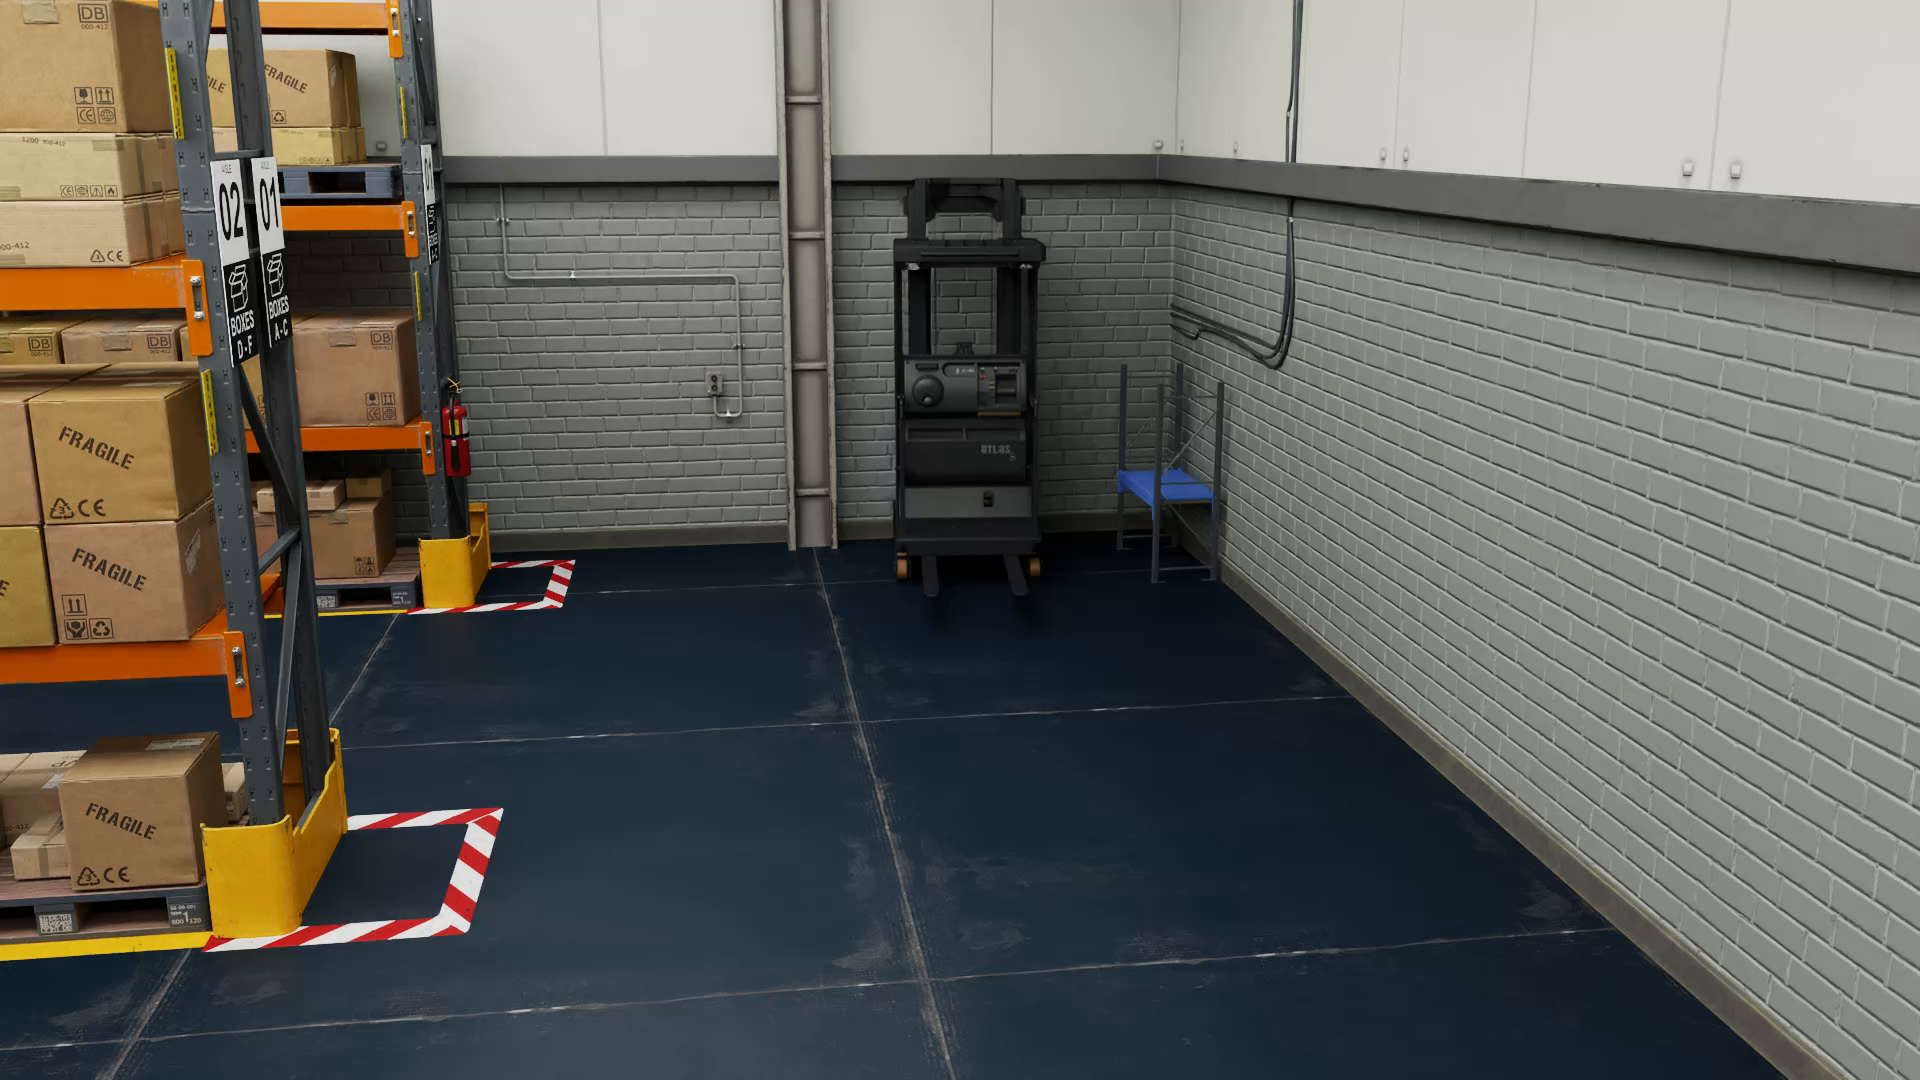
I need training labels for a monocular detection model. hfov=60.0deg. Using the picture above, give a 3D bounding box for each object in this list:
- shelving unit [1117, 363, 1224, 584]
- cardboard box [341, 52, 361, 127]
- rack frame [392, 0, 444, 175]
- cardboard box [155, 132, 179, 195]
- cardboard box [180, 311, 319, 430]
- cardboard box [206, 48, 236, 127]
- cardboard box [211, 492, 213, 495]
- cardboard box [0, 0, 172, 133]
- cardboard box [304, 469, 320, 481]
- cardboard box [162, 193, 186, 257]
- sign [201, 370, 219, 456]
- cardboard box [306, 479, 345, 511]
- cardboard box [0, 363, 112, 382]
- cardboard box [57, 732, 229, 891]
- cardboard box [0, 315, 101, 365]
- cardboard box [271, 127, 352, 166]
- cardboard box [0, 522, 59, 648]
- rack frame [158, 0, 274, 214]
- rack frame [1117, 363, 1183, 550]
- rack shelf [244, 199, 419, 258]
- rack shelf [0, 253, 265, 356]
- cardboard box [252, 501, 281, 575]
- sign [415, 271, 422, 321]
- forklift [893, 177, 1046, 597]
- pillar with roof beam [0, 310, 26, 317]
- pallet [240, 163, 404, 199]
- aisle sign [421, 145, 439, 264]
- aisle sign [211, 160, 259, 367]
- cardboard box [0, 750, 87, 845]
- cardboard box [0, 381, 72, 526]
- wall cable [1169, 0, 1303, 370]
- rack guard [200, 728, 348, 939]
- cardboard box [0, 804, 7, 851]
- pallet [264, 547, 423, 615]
[{"bbox_3d":[1.598,-0.538,12.784,0.538,1.500,1.048,-2,14,-9],"label":"shelving unit"},{"bbox_3d":[-4.501,-3.140,11.607,0.500,0.500,0.500,-3,14,-10],"label":"cardboard box"},{"bbox_3d":[-3.743,-4.020,11.252,0.127,3.000,1.000,-2,14,-8],"label":"rack frame"},{"bbox_3d":[-3.548,-1.587,6.999,0.500,0.250,0.500,-2,14,-8],"label":"cardboard box"},{"bbox_3d":[-4.964,-1.206,11.747,0.700,0.700,0.980,-2,14,-9],"label":"cardboard box"},{"bbox_3d":[-4.923,-3.001,11.052,0.500,0.500,0.500,-2,14,-7],"label":"cardboard box"},{"bbox_3d":[-3.479,-0.015,7.408,0.500,0.500,0.500,-2,14,-7],"label":"cardboard box"},{"bbox_3d":[-3.507,-1.885,6.643,0.500,0.500,0.700,-2,14,-8],"label":"cardboard box"},{"bbox_3d":[-4.827,-0.401,12.095,0.250,0.149,0.380,-2,14,-8],"label":"cardboard box"},{"bbox_3d":[-3.547,-1.343,7.054,0.500,0.250,0.500,-2,14,-8],"label":"cardboard box"},{"bbox_3d":[-2.938,-0.499,6.517,0.005,0.325,0.100,-2,14,-8],"label":"sign"},{"bbox_3d":[-4.520,-0.318,11.766,0.250,0.149,0.380,-2,14,-9],"label":"cardboard box"},{"bbox_3d":[-3.995,-0.479,7.204,0.500,0.500,0.500,-2,14,-8],"label":"cardboard box"},{"bbox_3d":[-3.502,1.159,7.167,0.500,0.500,0.500,-2,14,-8],"label":"cardboard box"},{"bbox_3d":[-6.437,-1.152,11.531,0.700,0.700,0.980,-2,14,-10],"label":"cardboard box"},{"bbox_3d":[-4.428,-2.654,11.212,0.500,0.250,0.500,-2,14,-7],"label":"cardboard box"},{"bbox_3d":[-3.916,0.134,6.815,0.500,0.500,0.500,-2,14,-8],"label":"cardboard box"},{"bbox_3d":[-3.001,-2.829,6.502,0.127,3.000,1.000,-2,14,-8],"label":"rack frame"},{"bbox_3d":[1.513,-0.660,13.270,0.500,1.500,0.032,-2,14,-9],"label":"rack frame"},{"bbox_3d":[-5.721,-2.144,11.416,4.000,0.370,1.077,-2,14,-8],"label":"rack shelf"},{"bbox_3d":[-4.979,-0.952,6.665,4.000,0.370,1.077,-2,14,-8],"label":"rack shelf"},{"bbox_3d":[-4.915,-0.034,11.966,0.500,0.500,0.700,-2,14,-8],"label":"cardboard box"},{"bbox_3d":[-3.676,-1.656,11.290,0.005,0.325,0.100,-2,14,-8],"label":"sign"},{"bbox_3d":[0.052,-1.198,12.472,1.130,2.935,3.031,-1,14,-2],"label":"forklift"},{"bbox_3d":[-6.494,-3.073,7.476,0.400,9.000,9.100,-2,14,-8],"label":"pillar with roof beam"},{"bbox_3d":[-4.475,-2.493,11.511,1.213,0.211,1.003,-2,14,-8],"label":"pallet"},{"bbox_3d":[-3.627,-2.302,11.389,0.004,0.787,0.394,-2,14,-8],"label":"aisle sign"},{"bbox_3d":[-2.888,-1.108,6.631,0.004,0.787,0.394,-2,14,-8],"label":"aisle sign"},{"bbox_3d":[-4.076,1.171,7.634,0.500,0.250,0.500,-2,14,-8],"label":"cardboard box"},{"bbox_3d":[-3.900,-0.351,6.696,0.500,0.500,0.500,-2,14,-7],"label":"cardboard box"},{"bbox_3d":[1.903,-2.633,12.105,0.112,2.526,3.097,-2,14,-8],"label":"wall cable"},{"bbox_3d":[-3.076,1.296,7.524,0.348,0.500,1.175,-2,14,-8],"label":"rack guard"},{"bbox_3d":[-4.446,1.308,7.089,0.500,0.250,0.500,-2,14,-8],"label":"cardboard box"},{"bbox_3d":[-4.522,0.290,12.131,1.213,0.211,1.003,-2,14,-8],"label":"pallet"}]
